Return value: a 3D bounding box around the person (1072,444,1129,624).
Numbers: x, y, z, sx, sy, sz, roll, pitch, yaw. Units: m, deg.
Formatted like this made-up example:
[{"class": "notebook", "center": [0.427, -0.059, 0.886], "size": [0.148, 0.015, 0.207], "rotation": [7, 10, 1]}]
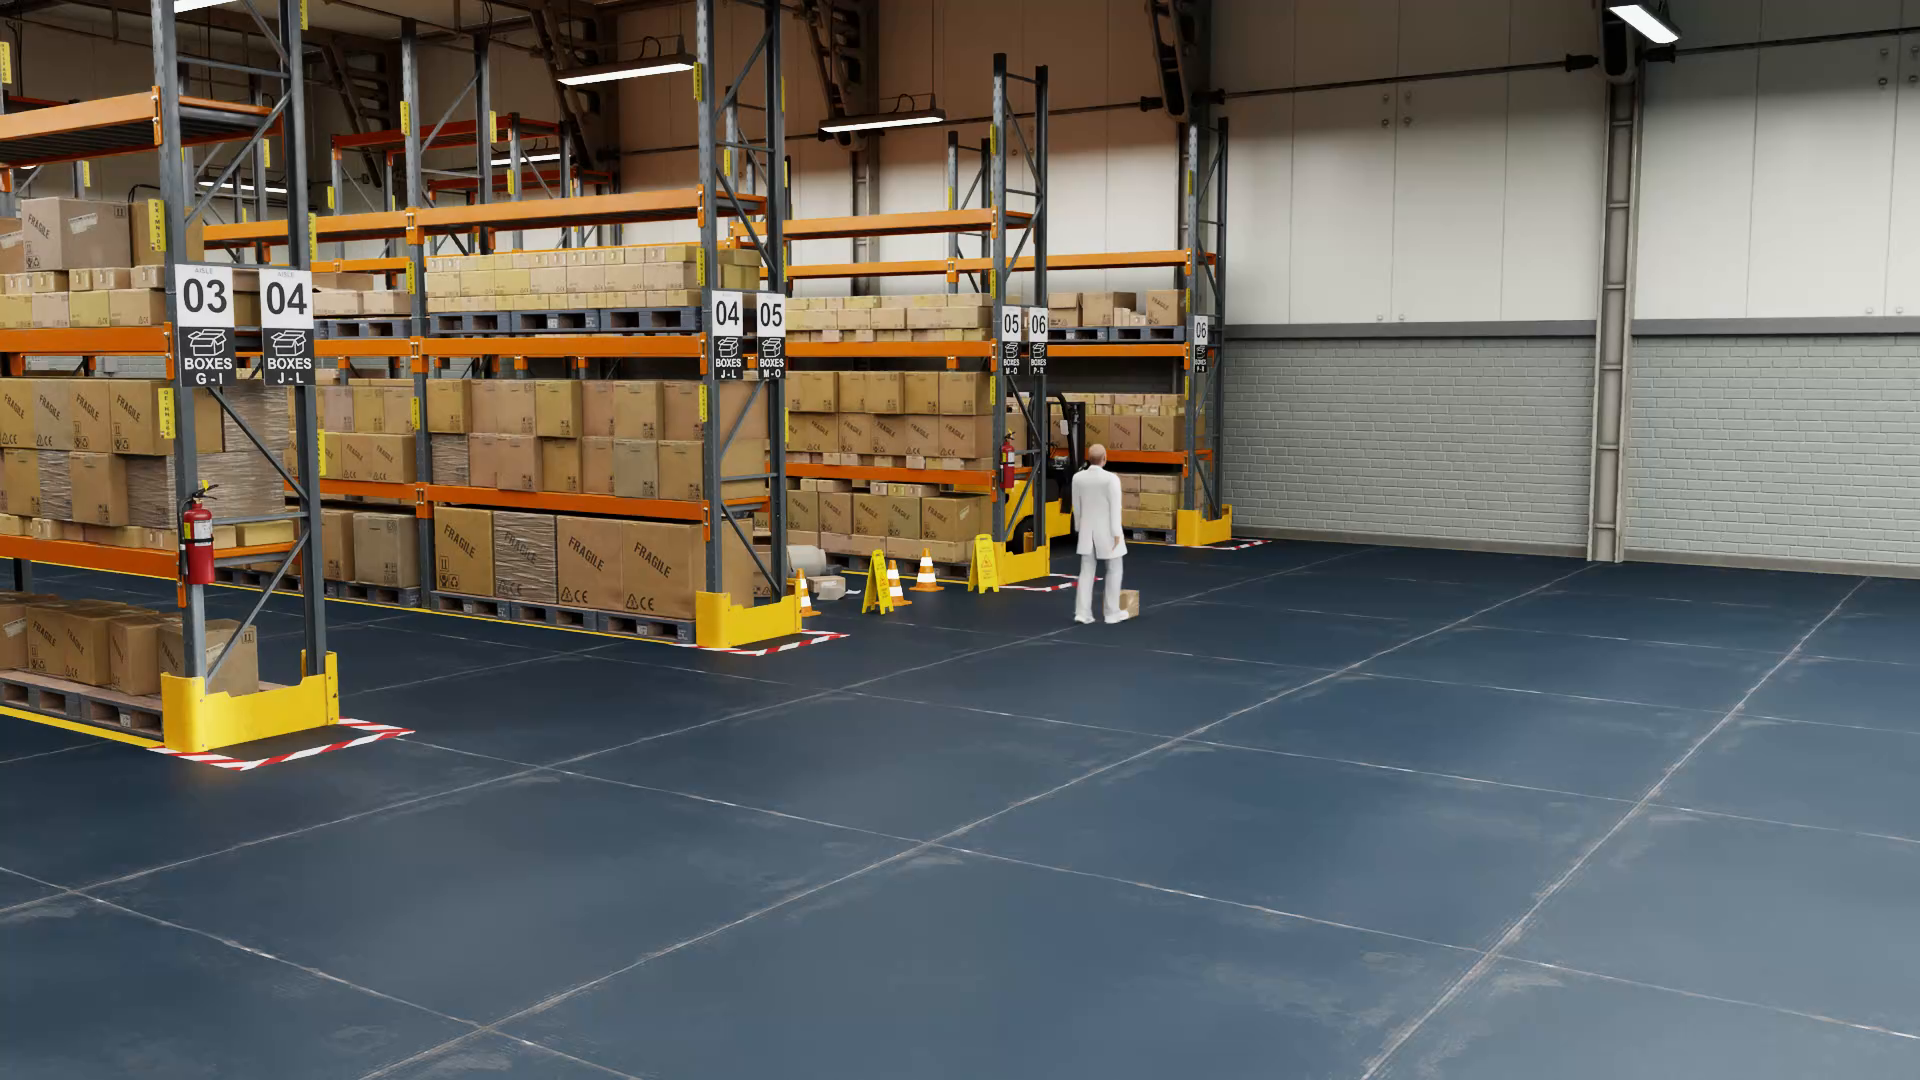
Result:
[{"class": "person", "center": [1.370, -0.043, 16.423], "size": [0.566, 1.817, 0.562], "rotation": [4, 8, 35]}]
